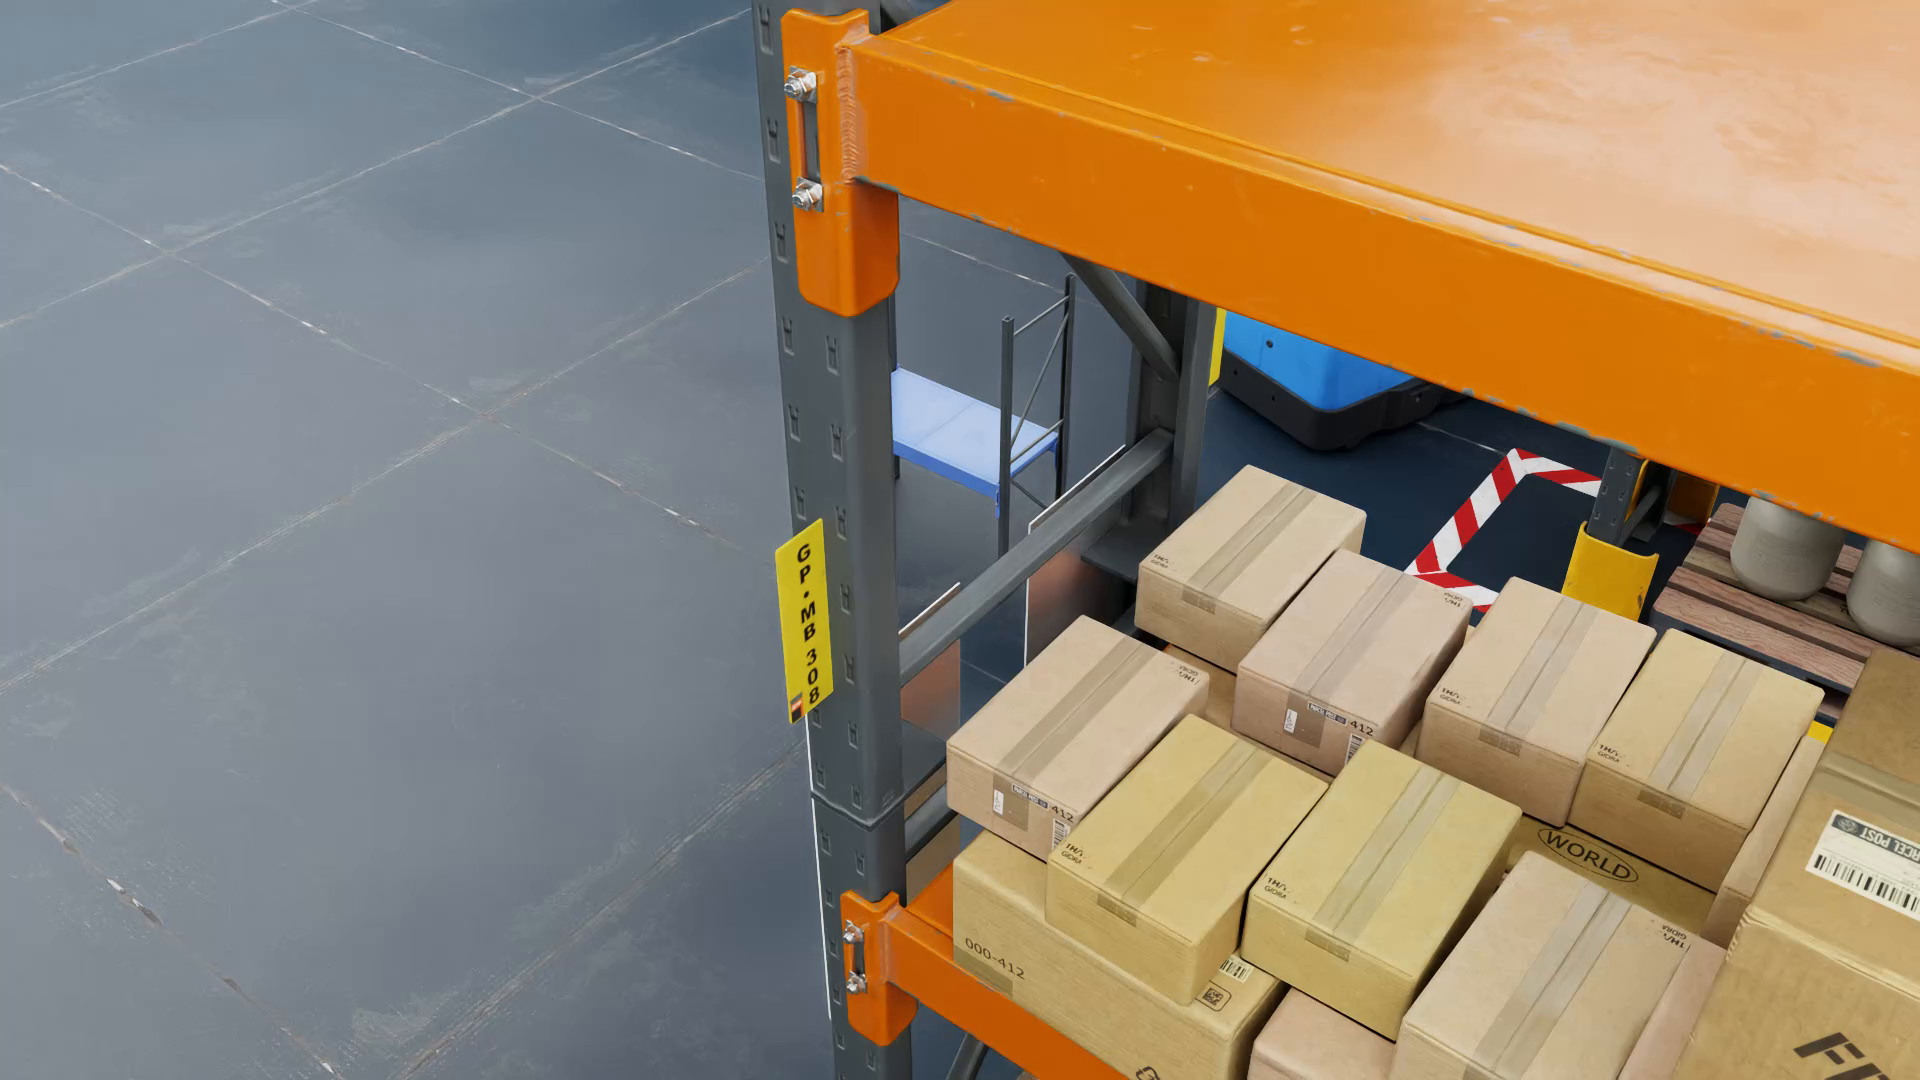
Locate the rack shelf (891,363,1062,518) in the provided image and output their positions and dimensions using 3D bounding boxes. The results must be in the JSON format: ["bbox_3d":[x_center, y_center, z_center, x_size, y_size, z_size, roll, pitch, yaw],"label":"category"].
[{"bbox_3d":[-0.068,-0.481,7.800,1.000,0.185,0.538,25,45,29],"label":"rack shelf"}]

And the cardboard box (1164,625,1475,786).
[{"bbox_3d":[0.648,0.313,2.966,0.500,0.250,0.500,26,45,30],"label":"cardboard box"}]

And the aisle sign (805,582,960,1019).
[{"bbox_3d":[-0.121,0.479,2.957,0.004,0.787,0.394,25,45,29],"label":"aisle sign"}]

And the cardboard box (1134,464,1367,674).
[{"bbox_3d":[0.521,0.051,2.977,0.250,0.149,0.380,25,45,29],"label":"cardboard box"}]

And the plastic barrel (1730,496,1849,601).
[{"bbox_3d":[3.689,-0.023,7.384,0.421,0.512,0.421,0,38,0],"label":"plastic barrel"}]

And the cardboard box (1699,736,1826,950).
[{"bbox_3d":[1.275,0.491,2.415,0.250,0.149,0.380,26,45,29],"label":"cardboard box"}]

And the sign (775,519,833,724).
[{"bbox_3d":[-0.219,0.120,2.382,0.005,0.325,0.100,25,45,29],"label":"sign"}]

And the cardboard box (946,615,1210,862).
[{"bbox_3d":[0.189,0.317,2.638,0.250,0.149,0.380,25,44,28],"label":"cardboard box"}]

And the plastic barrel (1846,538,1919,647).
[{"bbox_3d":[4.087,0.165,7.144,0.421,0.512,0.421,0,38,0],"label":"plastic barrel"}]

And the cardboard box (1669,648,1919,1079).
[{"bbox_3d":[1.126,0.533,1.836,0.500,0.500,0.500,25,44,28],"label":"cardboard box"}]

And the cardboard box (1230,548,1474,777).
[{"bbox_3d":[0.656,0.206,2.779,0.250,0.149,0.380,24,44,27],"label":"cardboard box"}]

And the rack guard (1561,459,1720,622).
[{"bbox_3d":[3.209,-0.056,7.777,0.348,0.500,1.175,25,45,29],"label":"rack guard"}]

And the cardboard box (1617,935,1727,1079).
[{"bbox_3d":[0.975,0.725,2.116,0.250,0.149,0.380,25,45,28],"label":"cardboard box"}]

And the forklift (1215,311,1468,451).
[{"bbox_3d":[2.826,-2.317,8.692,3.031,2.935,1.130,-22,43,-26],"label":"forklift"}]

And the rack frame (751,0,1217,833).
[{"bbox_3d":[0.111,-0.983,2.067,0.127,3.000,1.000,25,45,29],"label":"rack frame"}]

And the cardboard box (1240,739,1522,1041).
[{"bbox_3d":[0.612,0.495,2.410,0.250,0.149,0.380,24,44,28],"label":"cardboard box"}]

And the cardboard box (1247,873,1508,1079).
[{"bbox_3d":[0.750,0.754,2.402,0.500,0.250,0.500,24,44,28],"label":"cardboard box"}]

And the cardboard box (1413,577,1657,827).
[{"bbox_3d":[0.940,0.255,2.717,0.250,0.149,0.380,23,44,27],"label":"cardboard box"}]

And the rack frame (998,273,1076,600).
[{"bbox_3d":[0.336,-0.432,7.446,0.032,1.500,0.500,25,45,29],"label":"rack frame"}]

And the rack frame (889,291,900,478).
[{"bbox_3d":[-0.472,-0.813,7.932,0.032,1.500,0.500,25,45,29],"label":"rack frame"}]

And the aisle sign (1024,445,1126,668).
[{"bbox_3d":[0.244,0.185,3.332,0.004,0.787,0.394,25,45,29],"label":"aisle sign"}]

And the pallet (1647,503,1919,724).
[{"bbox_3d":[3.851,0.364,7.474,1.213,0.211,1.003,25,45,29],"label":"pallet"}]

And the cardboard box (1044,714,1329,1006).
[{"bbox_3d":[0.336,0.461,2.454,0.250,0.149,0.380,26,45,29],"label":"cardboard box"}]

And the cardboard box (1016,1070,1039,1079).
[{"bbox_3d":[0.382,1.168,3.052,0.500,0.500,0.500,25,45,29],"label":"cardboard box"}]

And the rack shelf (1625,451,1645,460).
[{"bbox_3d":[4.708,-0.014,6.279,4.000,0.370,1.077,25,45,29],"label":"rack shelf"}]

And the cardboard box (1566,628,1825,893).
[{"bbox_3d":[1.154,0.337,2.612,0.250,0.149,0.380,26,45,29],"label":"cardboard box"}]

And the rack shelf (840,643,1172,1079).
[{"bbox_3d":[1.699,1.230,2.256,4.000,0.370,1.077,25,45,29],"label":"rack shelf"}]

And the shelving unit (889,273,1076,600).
[{"bbox_3d":[-0.068,-0.622,7.689,1.048,1.500,0.538,25,45,29],"label":"shelving unit"}]

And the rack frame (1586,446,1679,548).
[{"bbox_3d":[3.120,-1.046,7.014,0.127,3.000,1.000,25,45,29],"label":"rack frame"}]

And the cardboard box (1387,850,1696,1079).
[{"bbox_3d":[0.785,0.632,2.235,0.250,0.149,0.380,27,46,30],"label":"cardboard box"}]

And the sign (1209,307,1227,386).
[{"bbox_3d":[0.464,-0.415,3.056,0.005,0.325,0.100,25,45,29],"label":"sign"}]

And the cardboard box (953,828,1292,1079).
[{"bbox_3d":[0.336,0.564,2.645,0.500,0.250,0.500,27,45,30],"label":"cardboard box"}]

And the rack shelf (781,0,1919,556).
[{"bbox_3d":[1.699,0.051,1.333,4.000,0.370,1.077,25,45,29],"label":"rack shelf"}]

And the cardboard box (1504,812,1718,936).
[{"bbox_3d":[1.046,0.499,2.729,0.500,0.250,0.500,26,45,29],"label":"cardboard box"}]

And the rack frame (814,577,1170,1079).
[{"bbox_3d":[0.111,1.379,3.916,0.127,3.000,1.000,25,45,29],"label":"rack frame"}]
